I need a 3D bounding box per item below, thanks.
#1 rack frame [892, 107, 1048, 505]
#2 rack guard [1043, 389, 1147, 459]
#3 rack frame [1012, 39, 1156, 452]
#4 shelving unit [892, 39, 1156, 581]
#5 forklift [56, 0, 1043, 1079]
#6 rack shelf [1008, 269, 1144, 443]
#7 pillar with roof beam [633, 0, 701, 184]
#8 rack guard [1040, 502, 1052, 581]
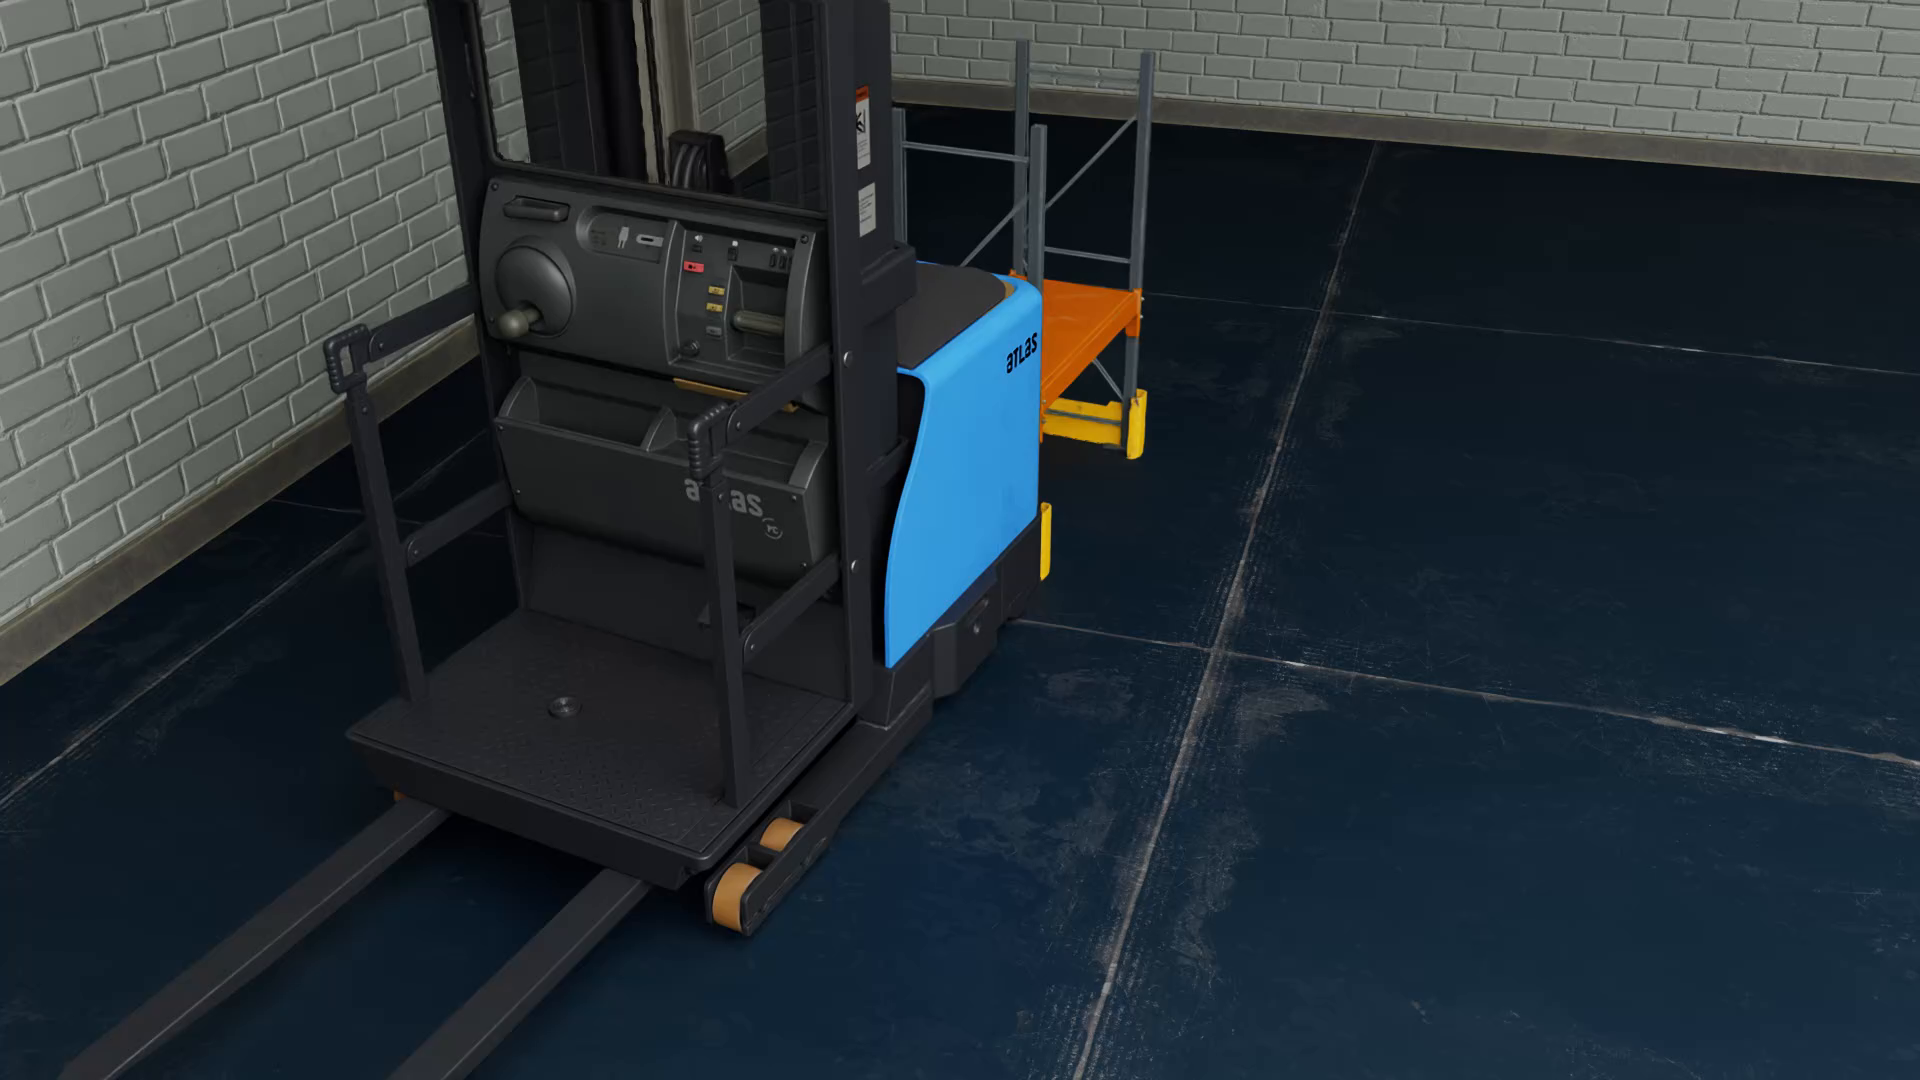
[{"bbox_3d":[0.020,-0.592,5.272,0.500,1.500,0.032,12,31,21],"label":"rack frame"},{"bbox_3d":[0.422,-0.490,6.373,0.587,0.250,0.087,12,31,21],"label":"rack guard"},{"bbox_3d":[0.429,-1.045,6.085,0.500,1.500,0.032,12,31,21],"label":"rack frame"},{"bbox_3d":[0.221,-0.814,5.671,0.587,1.500,1.083,12,31,21],"label":"shelving unit"},{"bbox_3d":[-0.846,-0.574,3.767,1.130,2.935,3.031,14,32,23],"label":"forklift"},{"bbox_3d":[0.225,-0.661,5.766,0.538,0.185,1.000,12,31,21],"label":"rack shelf"},{"bbox_3d":[2.611,-4.843,5.199,9.100,9.000,0.400,8,30,15],"label":"pillar with roof beam"},{"bbox_3d":[0.020,-0.047,5.577,0.587,0.250,0.087,12,31,21],"label":"rack guard"}]
